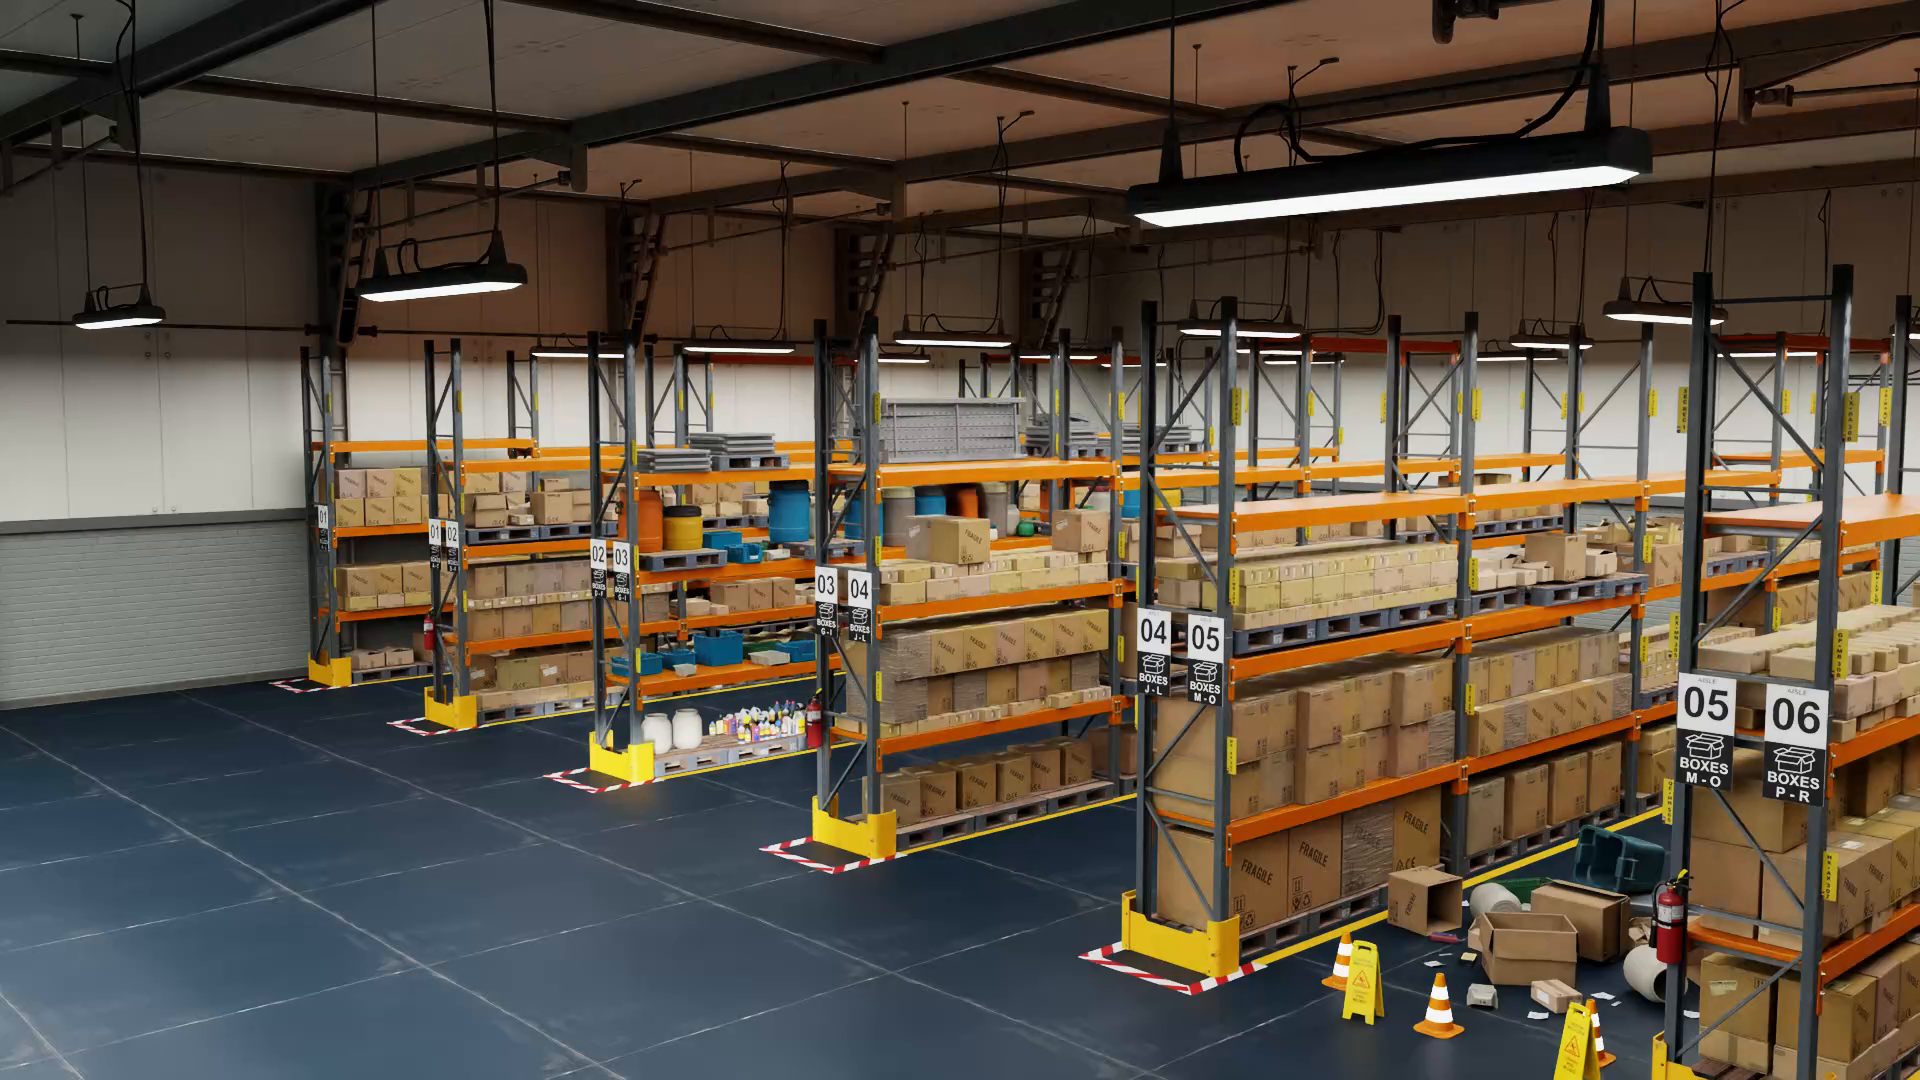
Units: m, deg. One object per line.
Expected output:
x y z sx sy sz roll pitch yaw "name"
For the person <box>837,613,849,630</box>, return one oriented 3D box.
-2.533 1.340 33.405 1.019 1.745 0.537 -4 7 -40 "person"
